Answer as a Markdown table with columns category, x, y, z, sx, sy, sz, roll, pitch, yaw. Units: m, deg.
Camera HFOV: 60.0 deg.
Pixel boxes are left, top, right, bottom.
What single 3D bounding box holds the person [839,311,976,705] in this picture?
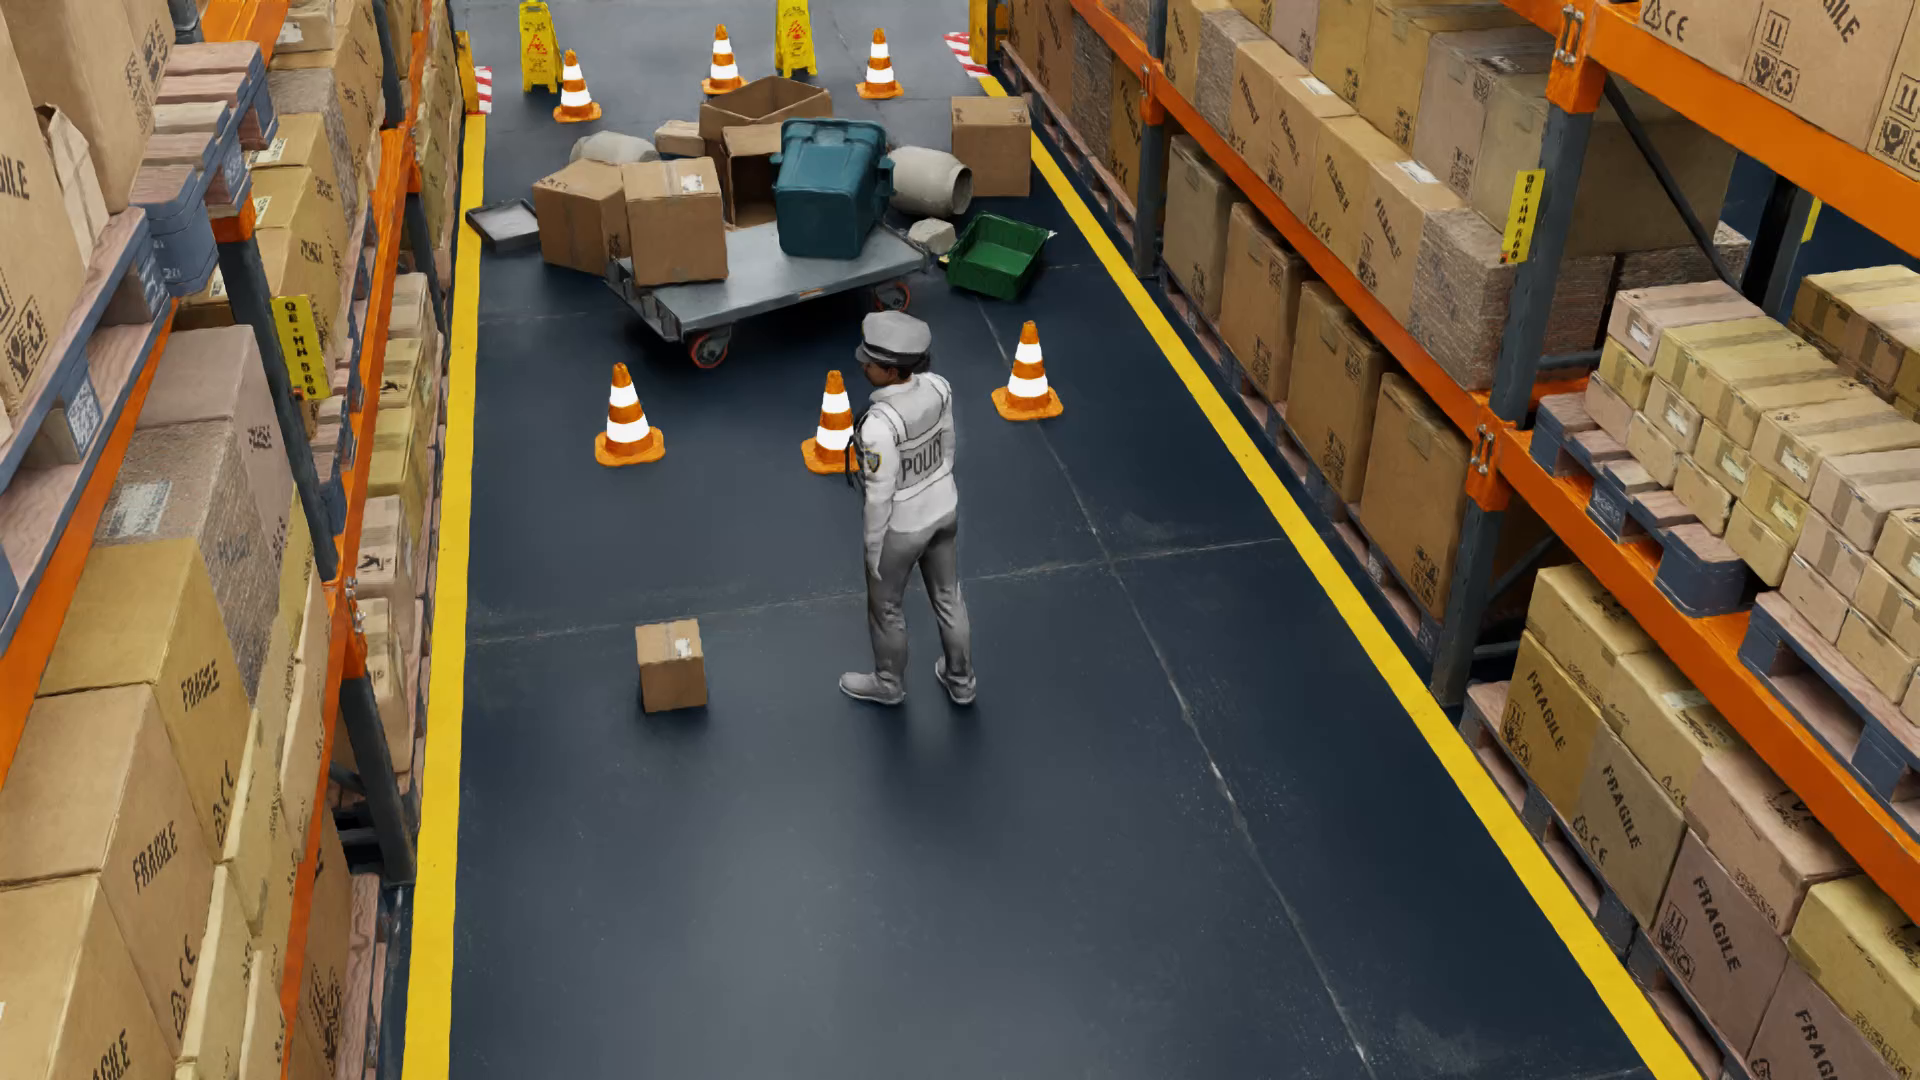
| category | x | y | z | sx | sy | sz | roll | pitch | yaw |
| --- | --- | --- | --- | --- | --- | --- | --- | --- | --- |
| person | -0.204 | -0.074 | 6.237 | 0.509 | 1.679 | 0.497 | 26 | 42 | 32 |
